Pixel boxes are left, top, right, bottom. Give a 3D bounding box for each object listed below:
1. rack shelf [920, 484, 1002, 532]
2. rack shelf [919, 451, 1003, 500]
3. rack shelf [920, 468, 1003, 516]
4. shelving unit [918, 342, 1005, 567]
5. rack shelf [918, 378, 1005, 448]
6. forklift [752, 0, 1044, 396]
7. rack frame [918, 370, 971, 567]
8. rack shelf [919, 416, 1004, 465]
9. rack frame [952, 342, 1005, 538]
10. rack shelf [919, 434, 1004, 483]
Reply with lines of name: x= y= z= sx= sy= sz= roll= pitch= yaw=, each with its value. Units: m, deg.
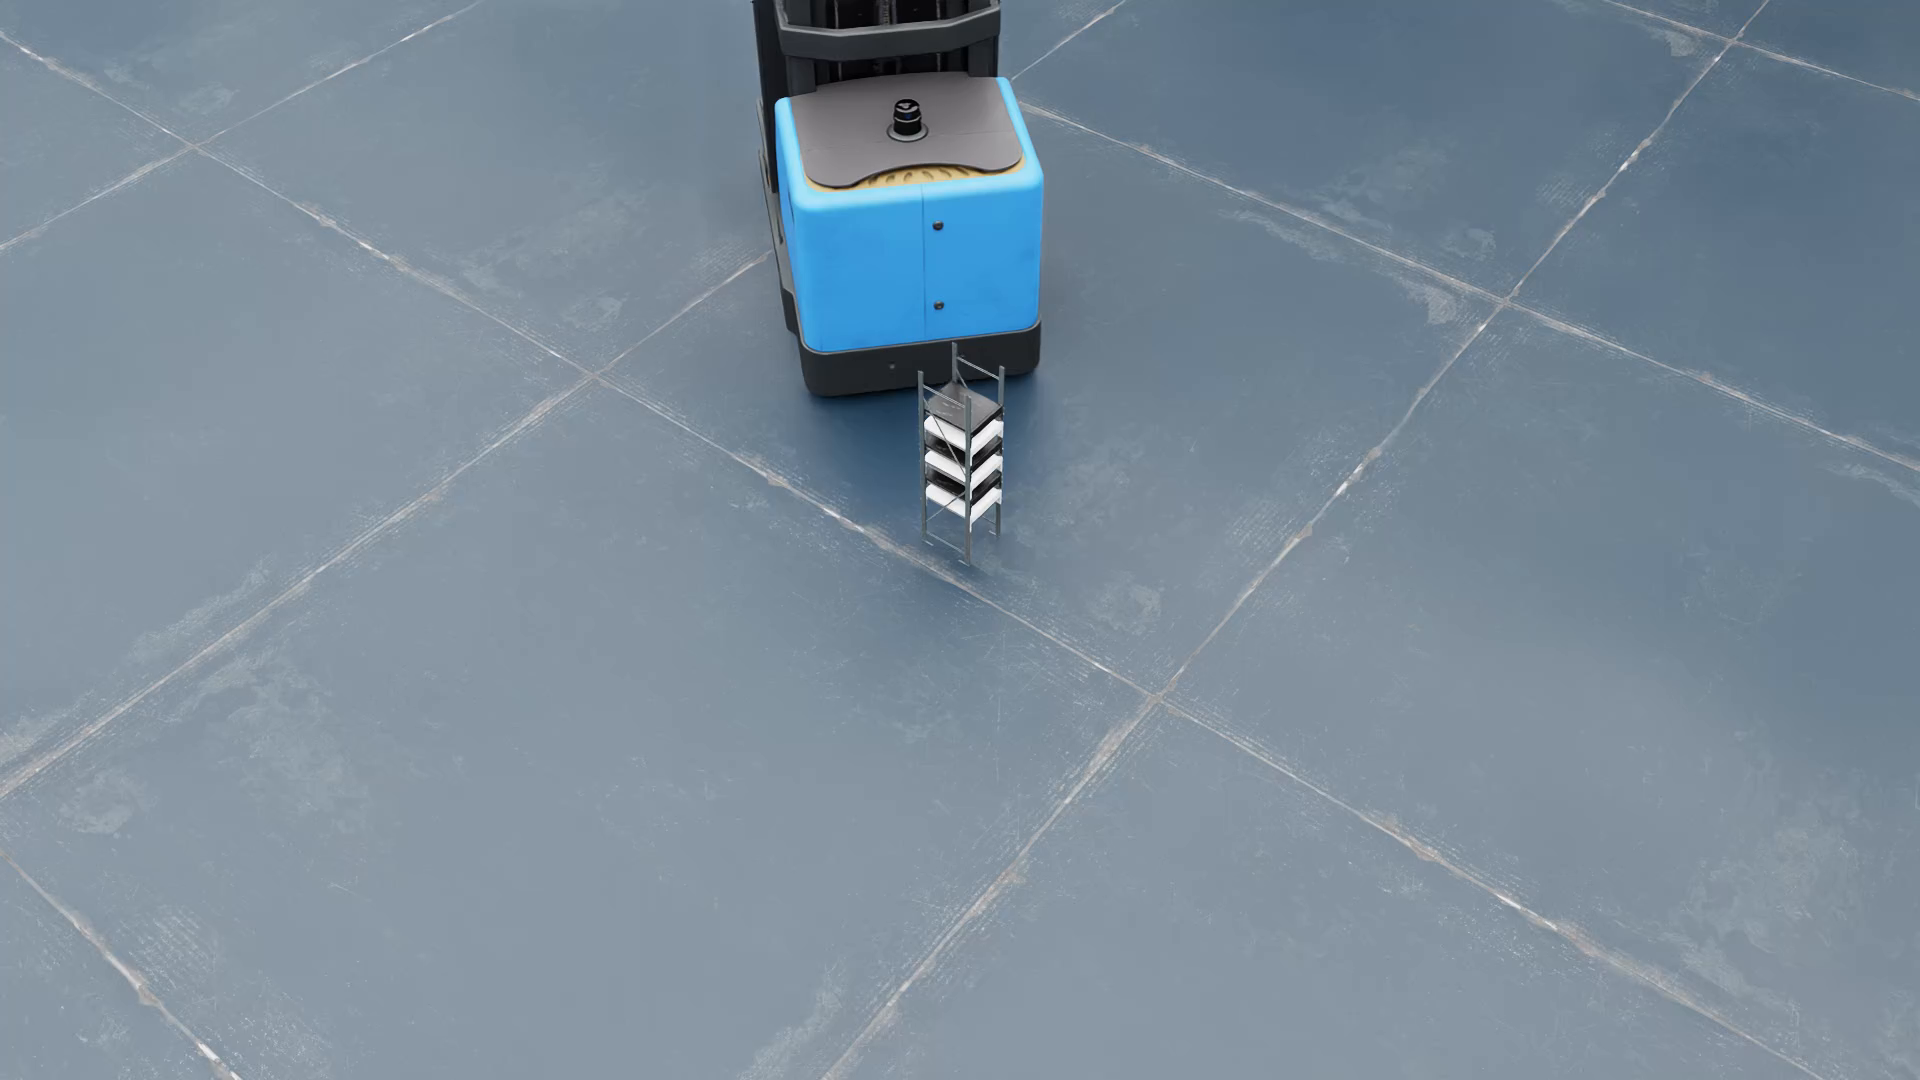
rack shelf: x=0.005 y=-0.168 z=6.583 sx=0.258 sy=0.077 sz=0.200 roll=29 pitch=53 yaw=25
rack shelf: x=0.005 y=-0.292 z=6.453 sx=0.258 sy=0.077 sz=0.200 roll=29 pitch=53 yaw=25
rack shelf: x=0.005 y=-0.230 z=6.518 sx=0.258 sy=0.077 sz=0.200 roll=29 pitch=53 yaw=25
shelving unit: x=0.005 y=-0.315 z=6.429 sx=0.258 sy=0.900 sz=0.210 roll=29 pitch=53 yaw=25
rack shelf: x=0.005 y=-0.479 z=6.258 sx=0.258 sy=0.077 sz=0.200 roll=29 pitch=53 yaw=25
forklift: x=-0.413 y=-2.720 z=7.321 sx=1.130 sy=2.935 sz=3.031 roll=-7 pitch=47 yaw=-7
rack frame: x=-0.057 y=-0.257 z=6.373 sx=0.240 sy=0.900 sz=0.006 roll=29 pitch=53 yaw=25
rack shelf: x=0.005 y=-0.417 z=6.323 sx=0.258 sy=0.077 sz=0.200 roll=29 pitch=53 yaw=25
rack frame: x=0.067 y=-0.374 z=6.485 sx=0.240 sy=0.900 sz=0.006 roll=29 pitch=53 yaw=25
rack shelf: x=0.005 y=-0.355 z=6.388 sx=0.258 sy=0.077 sz=0.200 roll=29 pitch=53 yaw=25
